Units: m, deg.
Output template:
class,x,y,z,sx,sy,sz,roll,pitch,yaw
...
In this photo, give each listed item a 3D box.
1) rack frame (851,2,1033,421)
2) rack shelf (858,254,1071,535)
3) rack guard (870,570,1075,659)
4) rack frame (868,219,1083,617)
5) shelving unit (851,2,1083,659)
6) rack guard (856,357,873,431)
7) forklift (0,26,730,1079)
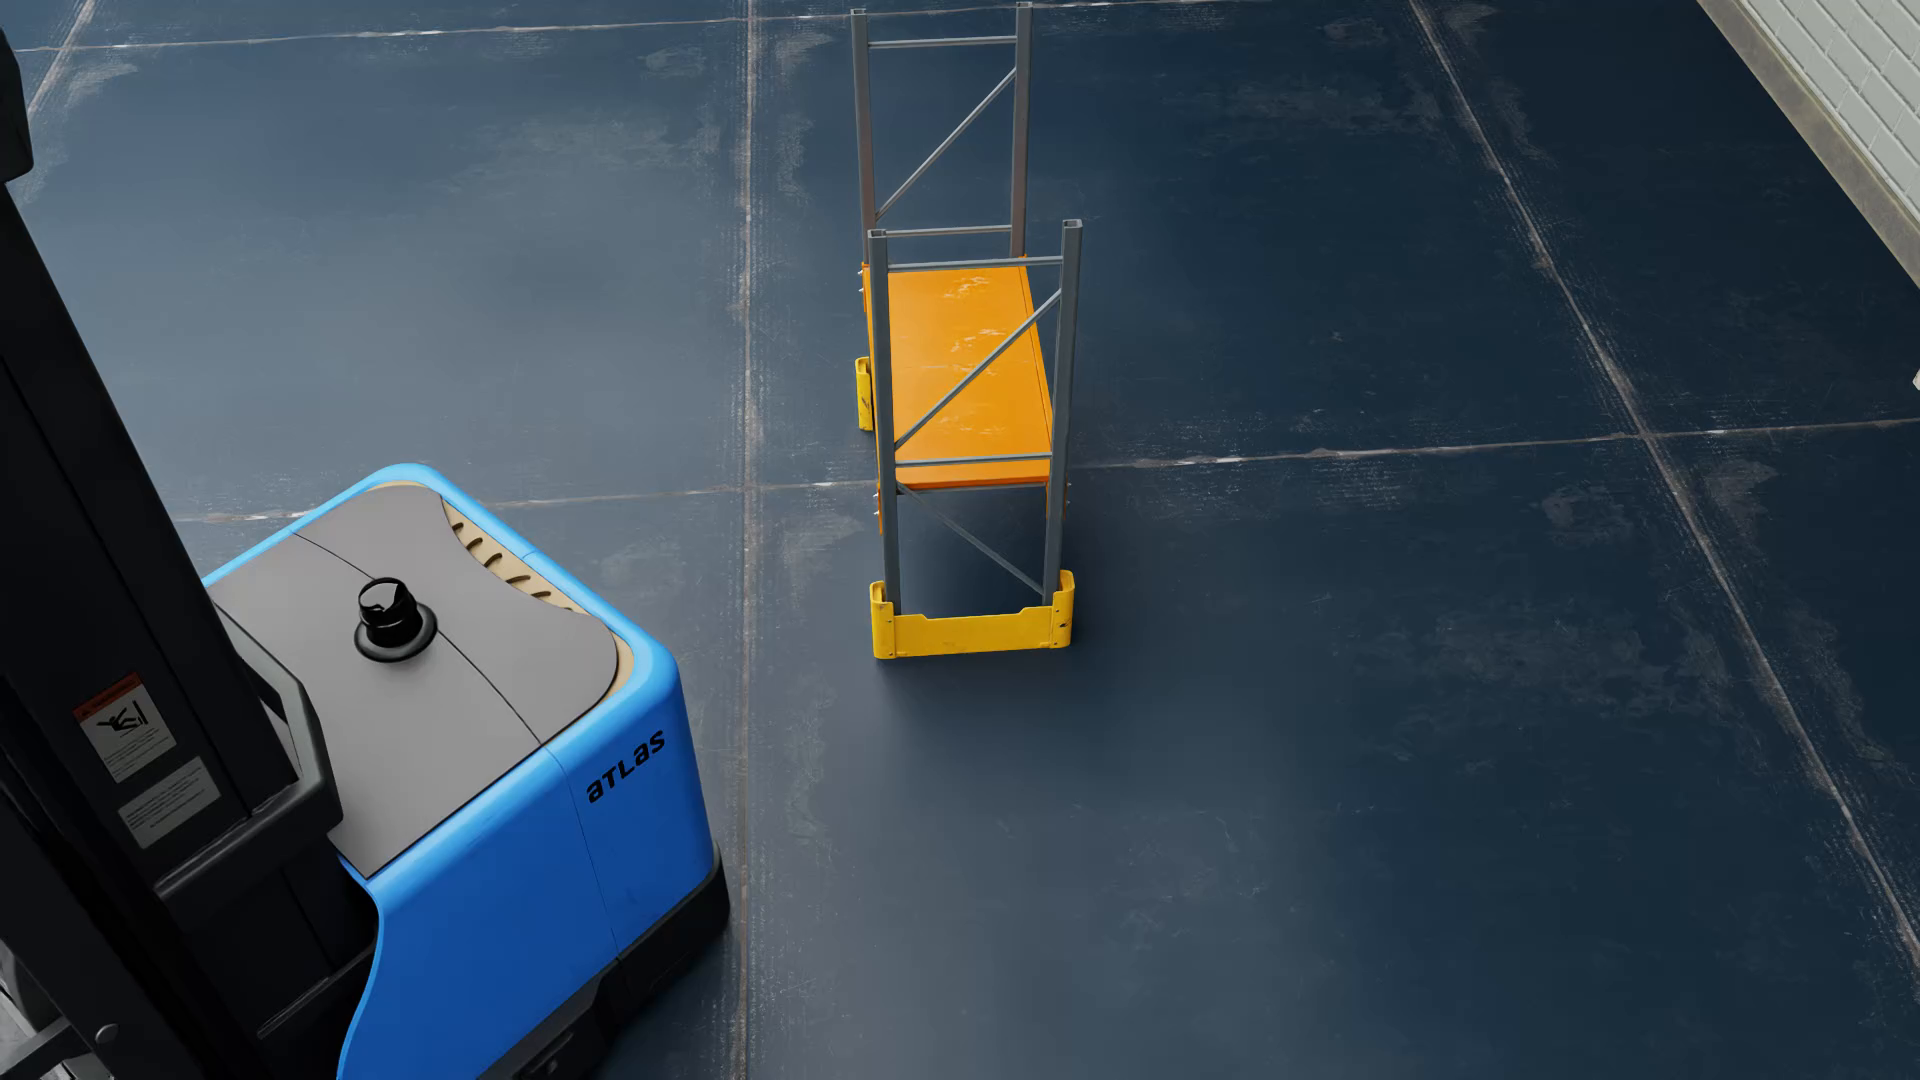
class,x,y,z,sx,sy,sz,roll,pitch,yaw
rack frame,-0.050,-0.945,5.112,0.500,1.500,0.032,-3,47,-3
rack shelf,-0.007,-0.454,4.895,0.538,0.185,1.000,-3,47,-3
rack guard,0.035,0.219,4.870,0.587,0.250,0.087,-3,47,-3
rack frame,0.035,-0.210,4.416,0.500,1.500,0.032,-3,47,-3
shelving unit,-0.006,-0.571,4.758,0.587,1.500,1.083,-3,47,-3
rack guard,-0.048,-0.501,5.553,0.587,0.250,0.087,-3,47,-3
forklift,-1.943,0.553,2.708,1.130,2.935,3.031,33,55,27
